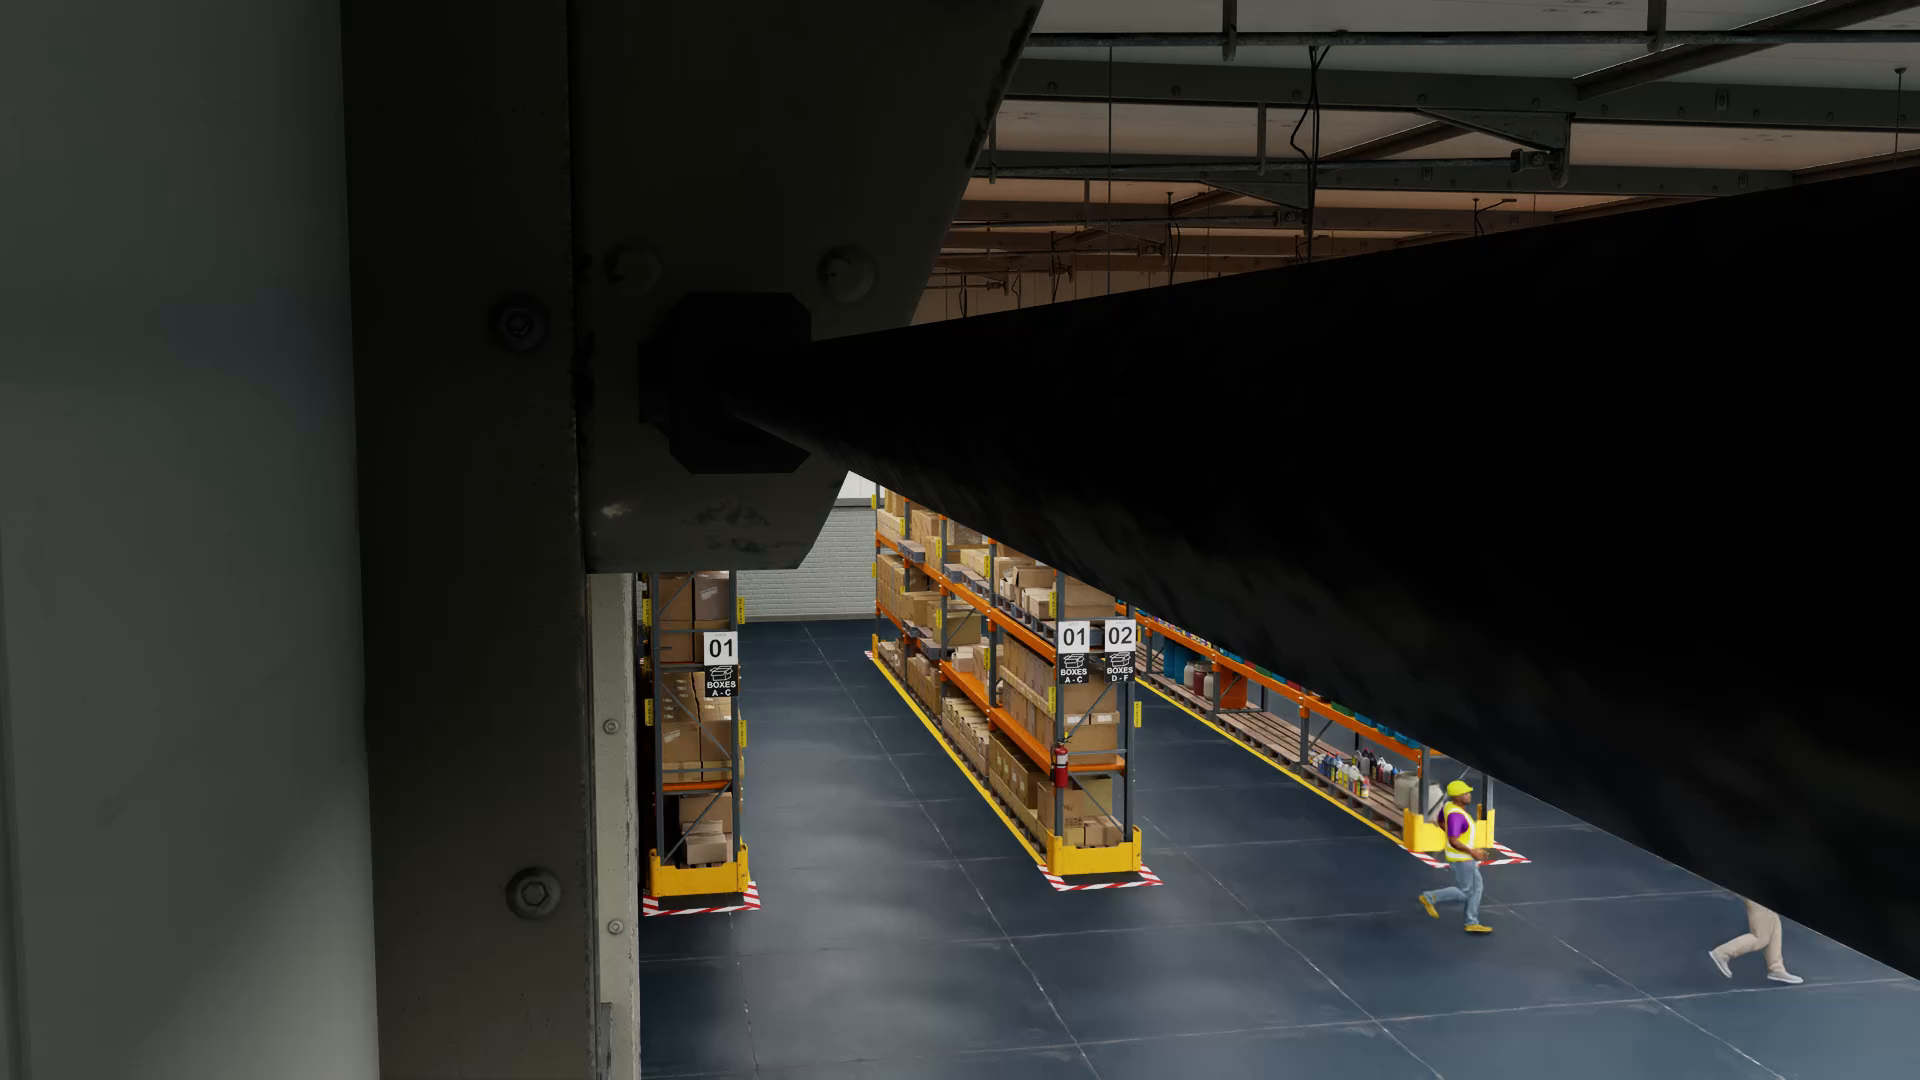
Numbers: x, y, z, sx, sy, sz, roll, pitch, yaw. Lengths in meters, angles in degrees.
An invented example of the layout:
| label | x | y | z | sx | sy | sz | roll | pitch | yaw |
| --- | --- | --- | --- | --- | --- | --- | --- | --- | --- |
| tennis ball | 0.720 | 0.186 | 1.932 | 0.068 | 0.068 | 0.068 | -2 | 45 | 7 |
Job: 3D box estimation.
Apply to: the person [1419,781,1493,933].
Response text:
| label | x | y | z | sx | sy | sz | roll | pitch | yaw |
| --- | --- | --- | --- | --- | --- | --- | --- | --- | --- |
| person | 5.606 | 3.557 | 18.741 | 0.815 | 1.727 | 0.712 | 1 | 6 | 13 |

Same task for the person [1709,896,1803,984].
| label | x | y | z | sx | sy | sz | roll | pitch | yaw |
| --- | --- | --- | --- | --- | --- | --- | --- | --- | --- |
| person | 8.203 | 3.706 | 17.094 | 0.944 | 1.709 | 0.664 | 1 | 6 | 9 |
